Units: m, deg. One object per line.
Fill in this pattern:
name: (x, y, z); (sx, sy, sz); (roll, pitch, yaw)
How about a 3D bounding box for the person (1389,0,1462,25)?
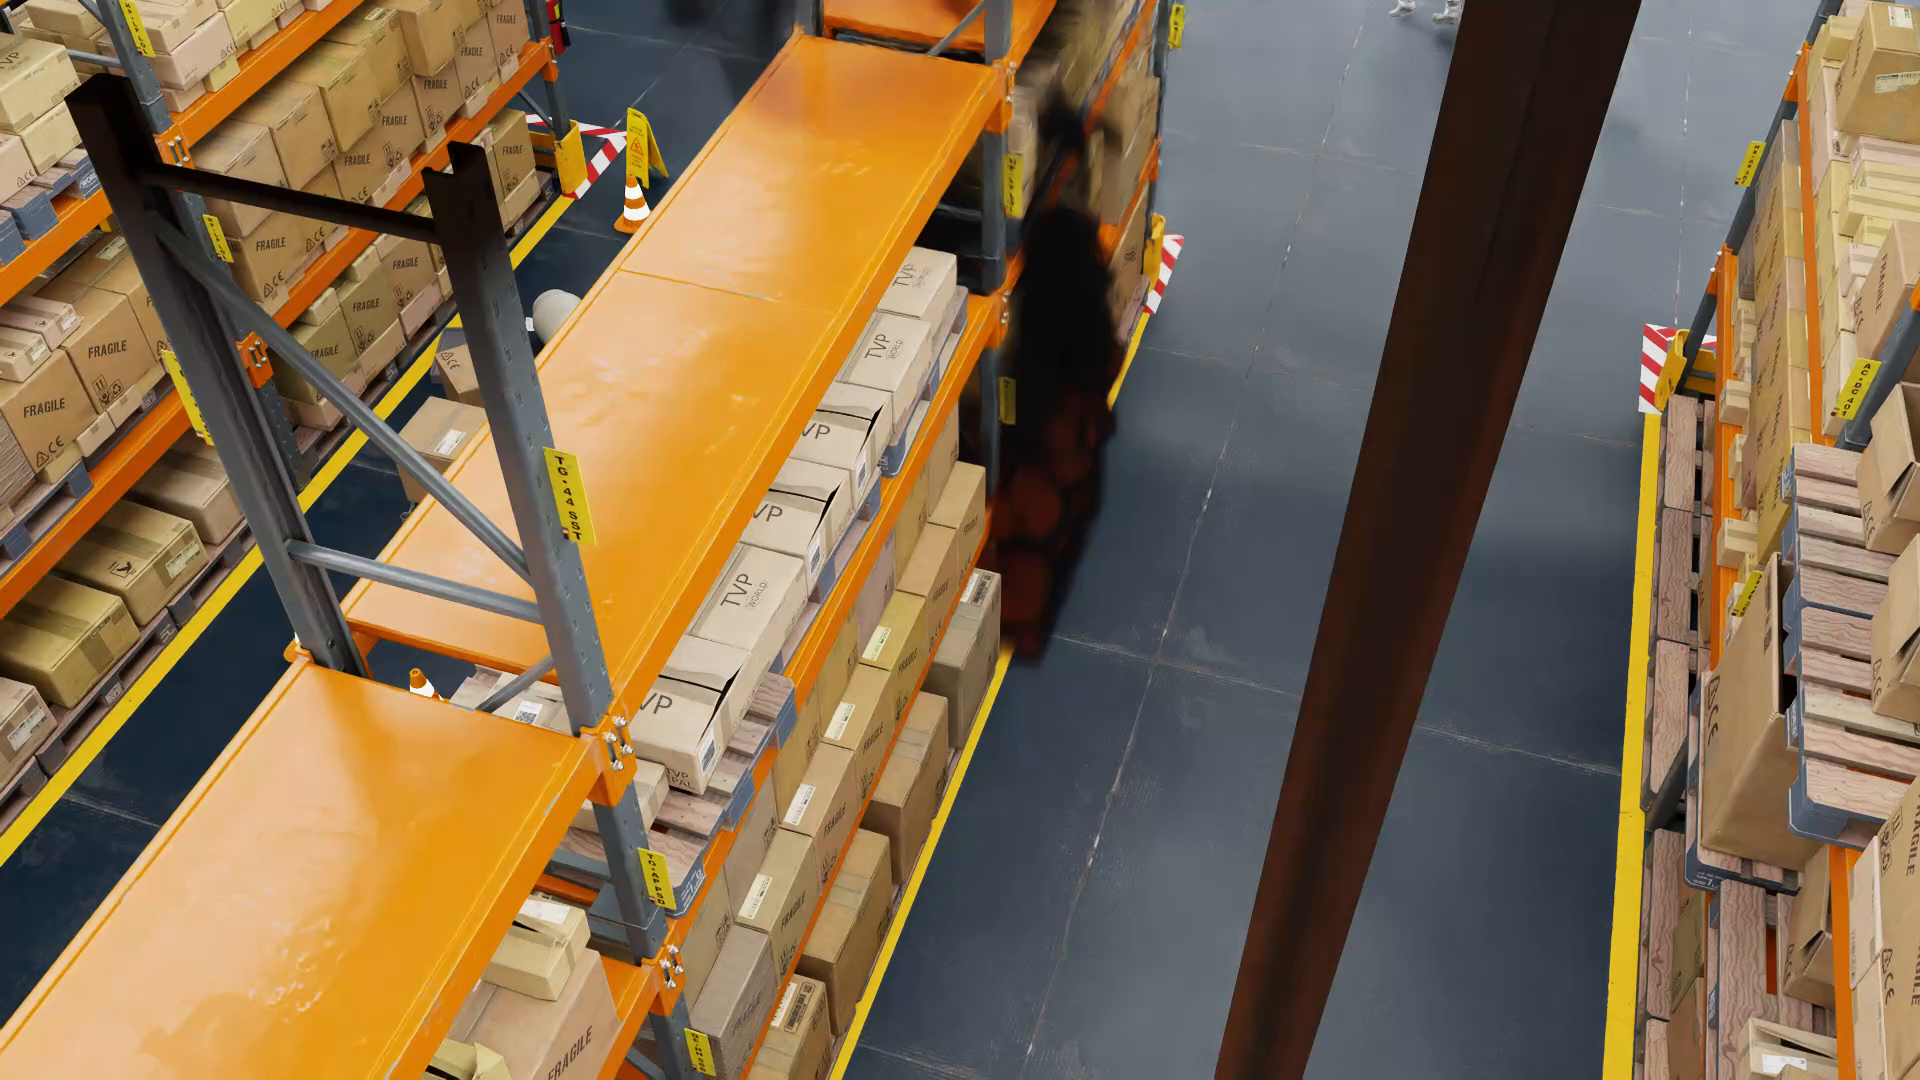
person: (4.459, -5.624, 15.385); (0.633, 1.848, 0.793); (-29, 52, -25)
